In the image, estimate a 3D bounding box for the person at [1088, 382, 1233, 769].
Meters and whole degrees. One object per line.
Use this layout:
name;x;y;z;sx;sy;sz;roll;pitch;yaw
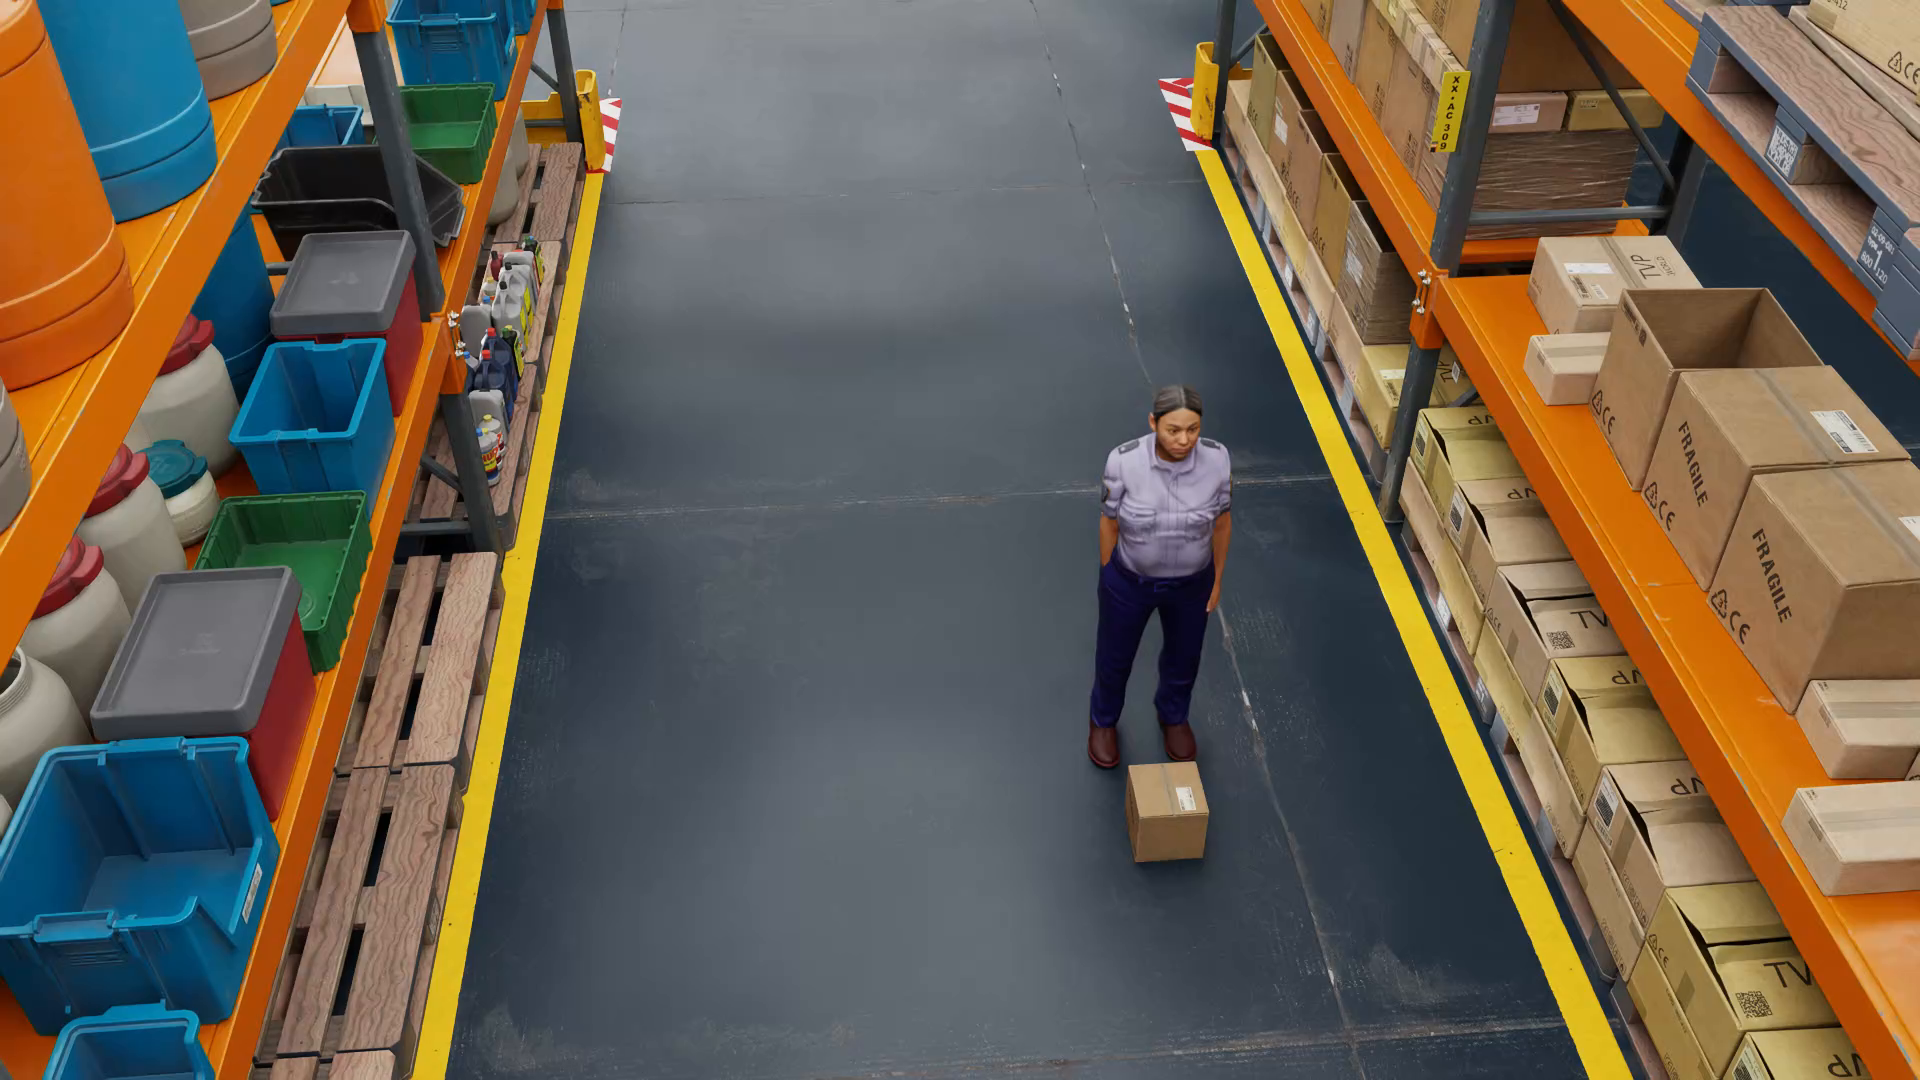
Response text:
person;0.725;0.150;5.988;0.467;1.651;0.345;-2;39;-3
